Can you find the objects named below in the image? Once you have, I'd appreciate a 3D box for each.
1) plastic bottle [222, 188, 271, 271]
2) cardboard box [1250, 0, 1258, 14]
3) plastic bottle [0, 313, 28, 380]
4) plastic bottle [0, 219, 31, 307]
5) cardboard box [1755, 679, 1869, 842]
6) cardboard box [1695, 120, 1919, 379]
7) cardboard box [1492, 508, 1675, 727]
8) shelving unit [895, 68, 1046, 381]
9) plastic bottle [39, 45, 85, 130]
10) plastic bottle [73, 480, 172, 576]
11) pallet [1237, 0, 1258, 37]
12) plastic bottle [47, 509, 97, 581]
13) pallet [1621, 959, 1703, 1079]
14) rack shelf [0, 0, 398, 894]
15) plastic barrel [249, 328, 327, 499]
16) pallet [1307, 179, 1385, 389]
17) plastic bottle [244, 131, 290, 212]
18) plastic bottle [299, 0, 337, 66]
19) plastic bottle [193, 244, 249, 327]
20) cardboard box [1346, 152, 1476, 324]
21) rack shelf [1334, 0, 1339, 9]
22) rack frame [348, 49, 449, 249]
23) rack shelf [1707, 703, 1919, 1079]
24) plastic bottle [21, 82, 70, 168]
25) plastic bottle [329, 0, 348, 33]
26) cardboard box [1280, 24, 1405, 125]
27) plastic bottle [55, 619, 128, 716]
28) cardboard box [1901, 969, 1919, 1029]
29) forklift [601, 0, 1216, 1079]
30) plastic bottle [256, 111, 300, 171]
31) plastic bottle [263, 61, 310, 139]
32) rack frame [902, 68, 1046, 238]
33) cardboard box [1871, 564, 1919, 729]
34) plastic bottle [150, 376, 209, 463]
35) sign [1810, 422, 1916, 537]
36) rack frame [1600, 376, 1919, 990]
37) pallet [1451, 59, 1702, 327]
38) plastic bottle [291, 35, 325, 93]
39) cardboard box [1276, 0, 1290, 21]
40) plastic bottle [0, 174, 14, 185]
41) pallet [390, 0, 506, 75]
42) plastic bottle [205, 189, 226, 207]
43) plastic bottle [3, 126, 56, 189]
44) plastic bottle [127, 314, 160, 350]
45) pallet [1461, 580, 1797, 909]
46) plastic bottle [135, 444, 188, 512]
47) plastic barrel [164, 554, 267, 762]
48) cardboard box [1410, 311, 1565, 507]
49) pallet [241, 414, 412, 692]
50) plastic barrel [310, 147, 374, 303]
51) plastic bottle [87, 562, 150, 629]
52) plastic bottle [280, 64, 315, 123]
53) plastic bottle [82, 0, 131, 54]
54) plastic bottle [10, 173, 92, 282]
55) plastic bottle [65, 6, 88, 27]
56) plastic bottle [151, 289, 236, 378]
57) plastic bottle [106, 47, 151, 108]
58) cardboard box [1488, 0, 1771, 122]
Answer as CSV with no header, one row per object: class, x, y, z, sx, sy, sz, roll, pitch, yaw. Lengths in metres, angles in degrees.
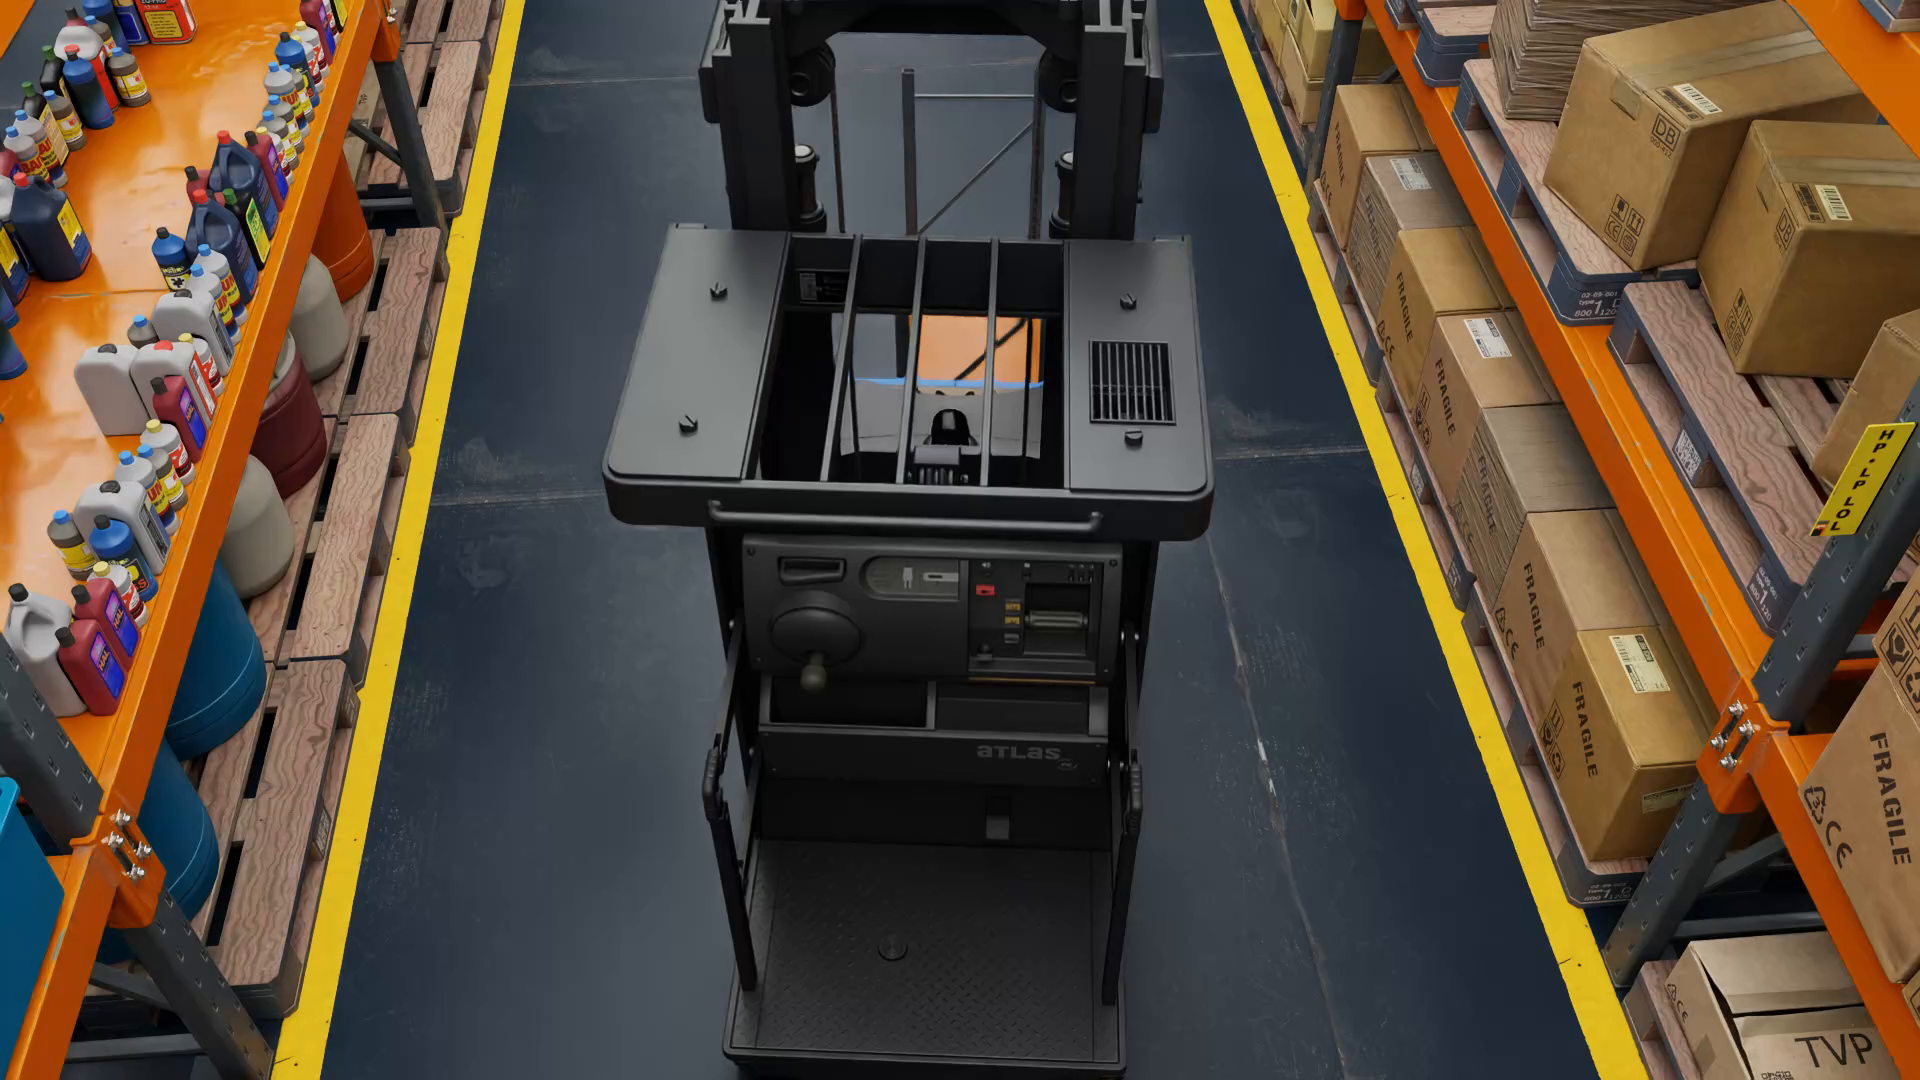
plastic bottle,-2.239,-0.993,5.205,0.061,0.283,0.133,-3,47,-3
cardboard box,1.743,-2.957,8.589,0.500,0.250,0.500,-3,47,-2
plastic bottle,-2.821,-0.600,4.841,0.097,0.271,0.097,0,47,0
plastic bottle,-2.981,-0.888,5.059,0.144,0.351,0.185,-3,47,-3
cardboard box,2.653,0.582,5.052,0.500,0.500,0.500,-5,47,-5
cardboard box,2.513,-0.790,4.575,0.700,0.500,0.500,3,47,3
cardboard box,2.091,0.249,5.367,0.500,0.500,0.500,-3,47,-3
shelving unit,0.049,-0.721,5.900,0.587,1.500,1.083,0,47,0
plastic bottle,-3.102,-1.550,5.732,0.061,0.283,0.133,-3,47,-3
plastic bottle,-2.175,-0.043,4.311,0.152,0.276,0.135,-3,47,-3
pallet,1.987,-3.175,9.112,1.003,0.211,1.213,-3,47,-3
plastic bottle,-2.298,0.003,4.318,0.097,0.201,0.097,0,47,0
pallet,2.507,1.694,4.500,1.003,0.211,1.213,-3,47,-3
rack shelf,-2.653,-0.663,5.307,1.077,0.370,4.000,-3,47,-3
plastic barrel,-2.668,-0.502,6.032,0.600,0.588,0.708,-3,47,-3
pallet,2.141,-1.154,7.198,1.003,0.211,1.213,-3,47,-3
plastic bottle,-2.266,-1.223,5.423,0.061,0.283,0.133,-3,47,-3
plastic bottle,-2.342,-1.883,6.048,0.061,0.283,0.133,-3,47,-3
plastic bottle,-2.232,-0.771,5.003,0.097,0.271,0.097,0,47,0
cardboard box,1.919,-1.222,6.760,0.500,0.500,0.500,-5,47,-5
rack shelf,1.949,-3.855,8.331,1.077,0.370,4.000,-3,47,-3
rack frame,-2.820,-2.357,6.417,1.000,3.000,0.127,-3,47,-3
rack shelf,2.618,1.933,2.849,1.077,0.370,4.000,-3,47,-3
plastic bottle,-3.082,-1.383,5.574,0.061,0.283,0.133,-3,47,-3
plastic bottle,-2.361,-2.050,6.206,0.061,0.283,0.133,-3,47,-3
cardboard box,1.829,-2.220,7.891,0.500,0.250,0.500,-2,47,-2
plastic bottle,-2.091,0.286,3.994,0.061,0.283,0.133,-3,47,-3
cardboard box,2.268,0.960,3.206,0.500,0.500,0.500,-3,47,-3
forklift,-0.077,0.286,3.961,1.130,2.935,3.031,2,47,2
plastic bottle,-2.302,-1.348,5.598,0.097,0.201,0.097,0,47,0
plastic bottle,-2.318,-1.513,5.706,0.097,0.271,0.097,0,47,0
rack frame,0.050,-1.097,6.256,0.500,1.500,0.032,0,47,0
cardboard box,2.210,0.218,3.220,0.500,0.500,0.500,-2,47,-2
plastic bottle,-2.165,-0.357,4.602,0.061,0.283,0.133,-3,47,-3
sign,1.898,-0.123,3.503,0.100,0.325,0.005,-3,47,-3
rack frame,2.451,0.238,3.958,1.000,3.000,0.127,-3,47,-3
pallet,2.283,-1.183,5.437,1.003,0.211,1.213,-3,47,-3
plastic bottle,-2.342,-1.700,5.931,0.097,0.201,0.097,0,47,0
cardboard box,1.777,-2.787,8.042,0.500,0.311,0.500,-4,47,-4
plastic bottle,-3.027,-1.059,5.276,0.097,0.271,0.097,0,47,0
pallet,-2.945,-2.842,8.796,1.003,0.211,1.213,-3,47,-3
plastic bottle,-2.300,-0.990,5.202,0.061,0.283,0.133,-3,47,-3
plastic bottle,-3.046,-1.226,5.434,0.097,0.271,0.097,0,47,0
plastic bottle,-2.364,-0.570,4.860,0.097,0.201,0.097,0,47,0
pallet,2.345,0.611,5.526,1.003,0.211,1.213,-3,47,-3
plastic bottle,-2.166,-0.174,4.485,0.097,0.201,0.097,0,47,0
plastic barrel,-2.573,0.207,5.144,0.600,0.901,0.708,-3,47,-3
cardboard box,2.005,-0.482,6.059,0.500,0.500,0.500,-5,47,-5
pallet,-2.614,0.050,6.057,1.003,0.211,1.213,-3,47,-3
plastic barrel,-2.762,-1.403,6.718,0.600,0.830,0.708,-3,47,-3
plastic bottle,-2.130,0.135,4.193,0.097,0.201,0.097,0,47,0
plastic bottle,-2.326,-1.559,5.798,0.097,0.201,0.097,0,47,0
plastic bottle,-3.124,-1.895,6.067,0.097,0.271,0.097,0,47,0
plastic bottle,-2.840,-0.995,5.160,0.144,0.351,0.185,-3,47,-3
plastic bottle,-3.124,-1.744,5.916,0.061,0.283,0.133,-3,47,-3
plastic bottle,-2.241,-0.616,4.853,0.152,0.276,0.135,-3,47,-3
plastic bottle,-2.945,-1.643,5.876,0.097,0.201,0.097,0,47,0
cardboard box,2.167,-1.712,5.448,0.700,0.500,0.500,4,47,4
